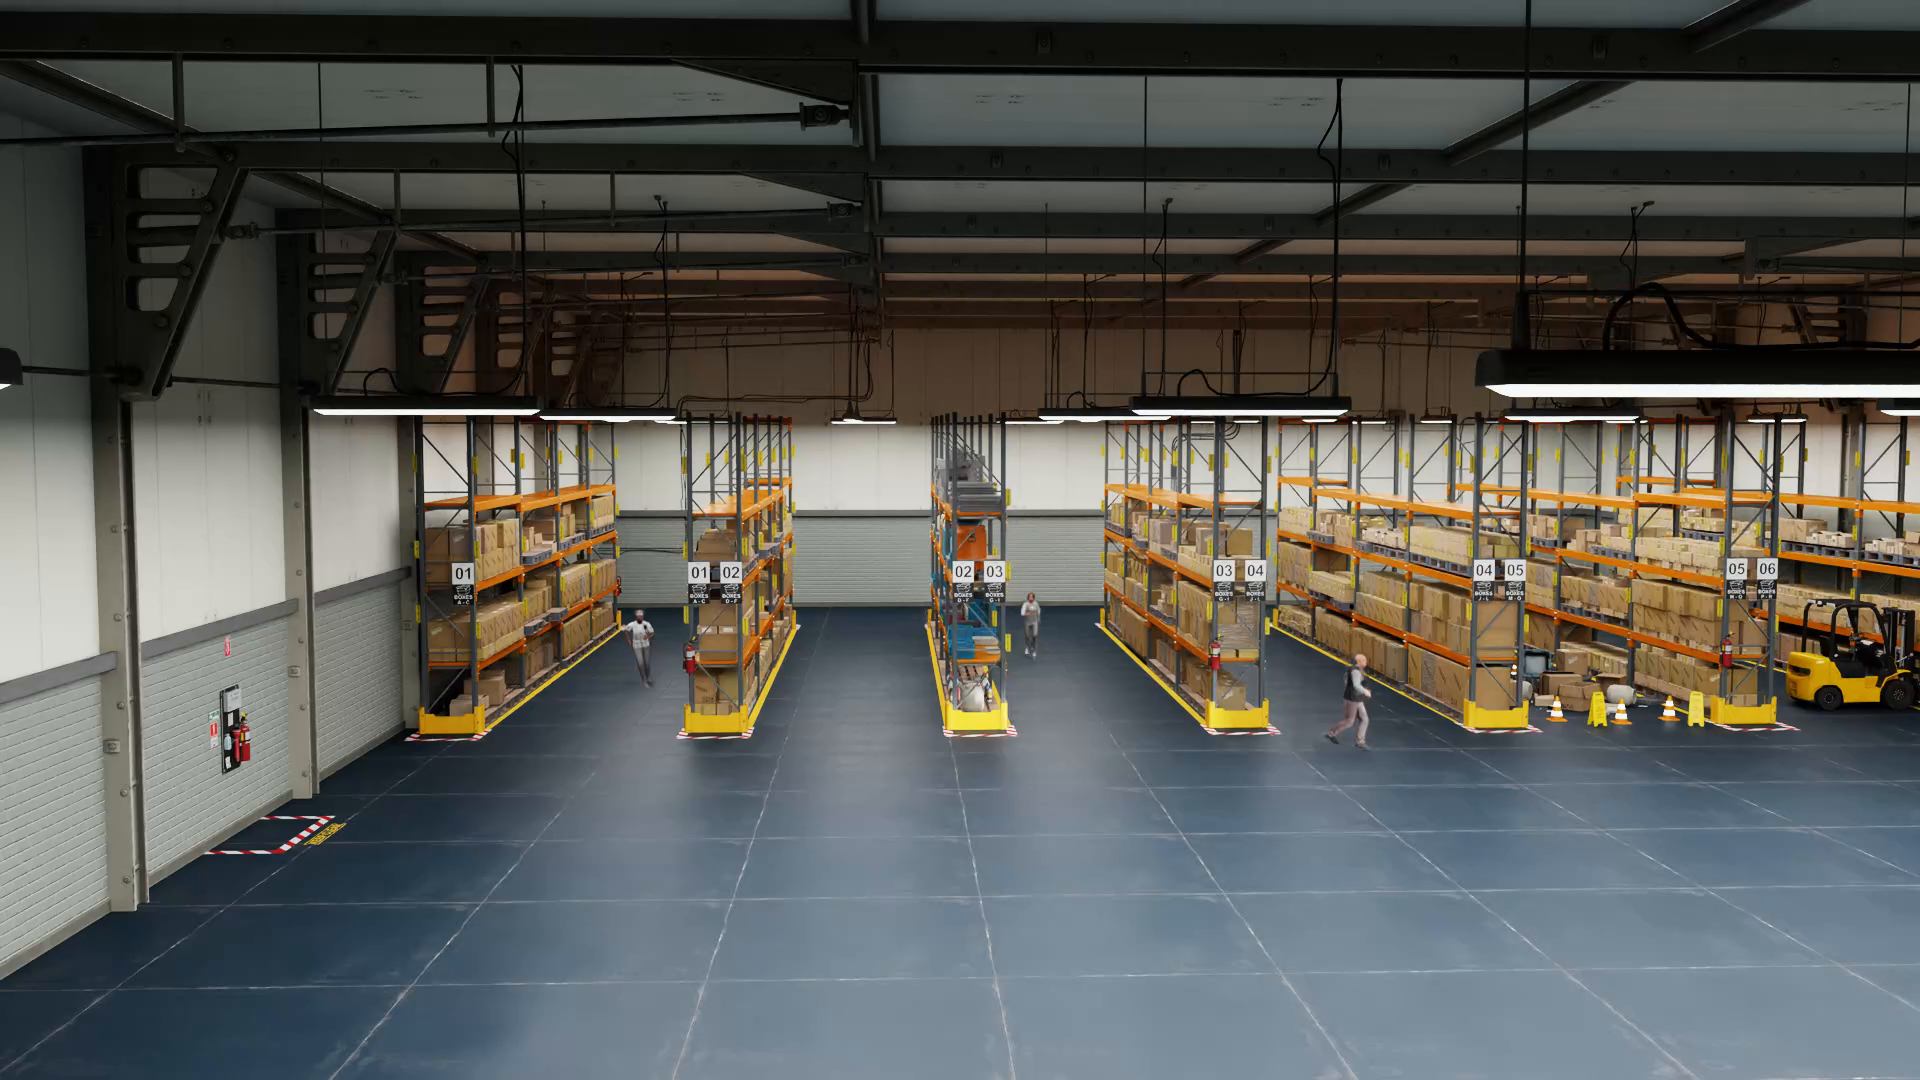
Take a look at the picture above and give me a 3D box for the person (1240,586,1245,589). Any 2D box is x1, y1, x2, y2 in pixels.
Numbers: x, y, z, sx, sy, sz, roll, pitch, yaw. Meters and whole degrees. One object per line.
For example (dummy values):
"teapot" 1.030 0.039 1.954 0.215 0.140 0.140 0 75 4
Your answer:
"person" 8.313 1.554 48.404 0.659 1.708 0.702 -3 5 -36

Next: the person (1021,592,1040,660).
"person" 1.758 2.106 41.247 0.521 1.638 0.809 0 4 -6

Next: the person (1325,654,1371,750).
"person" 6.894 2.867 29.514 0.814 1.703 0.632 1 4 19

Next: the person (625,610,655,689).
"person" -7.044 2.387 36.651 0.650 1.726 0.804 -1 4 -14
